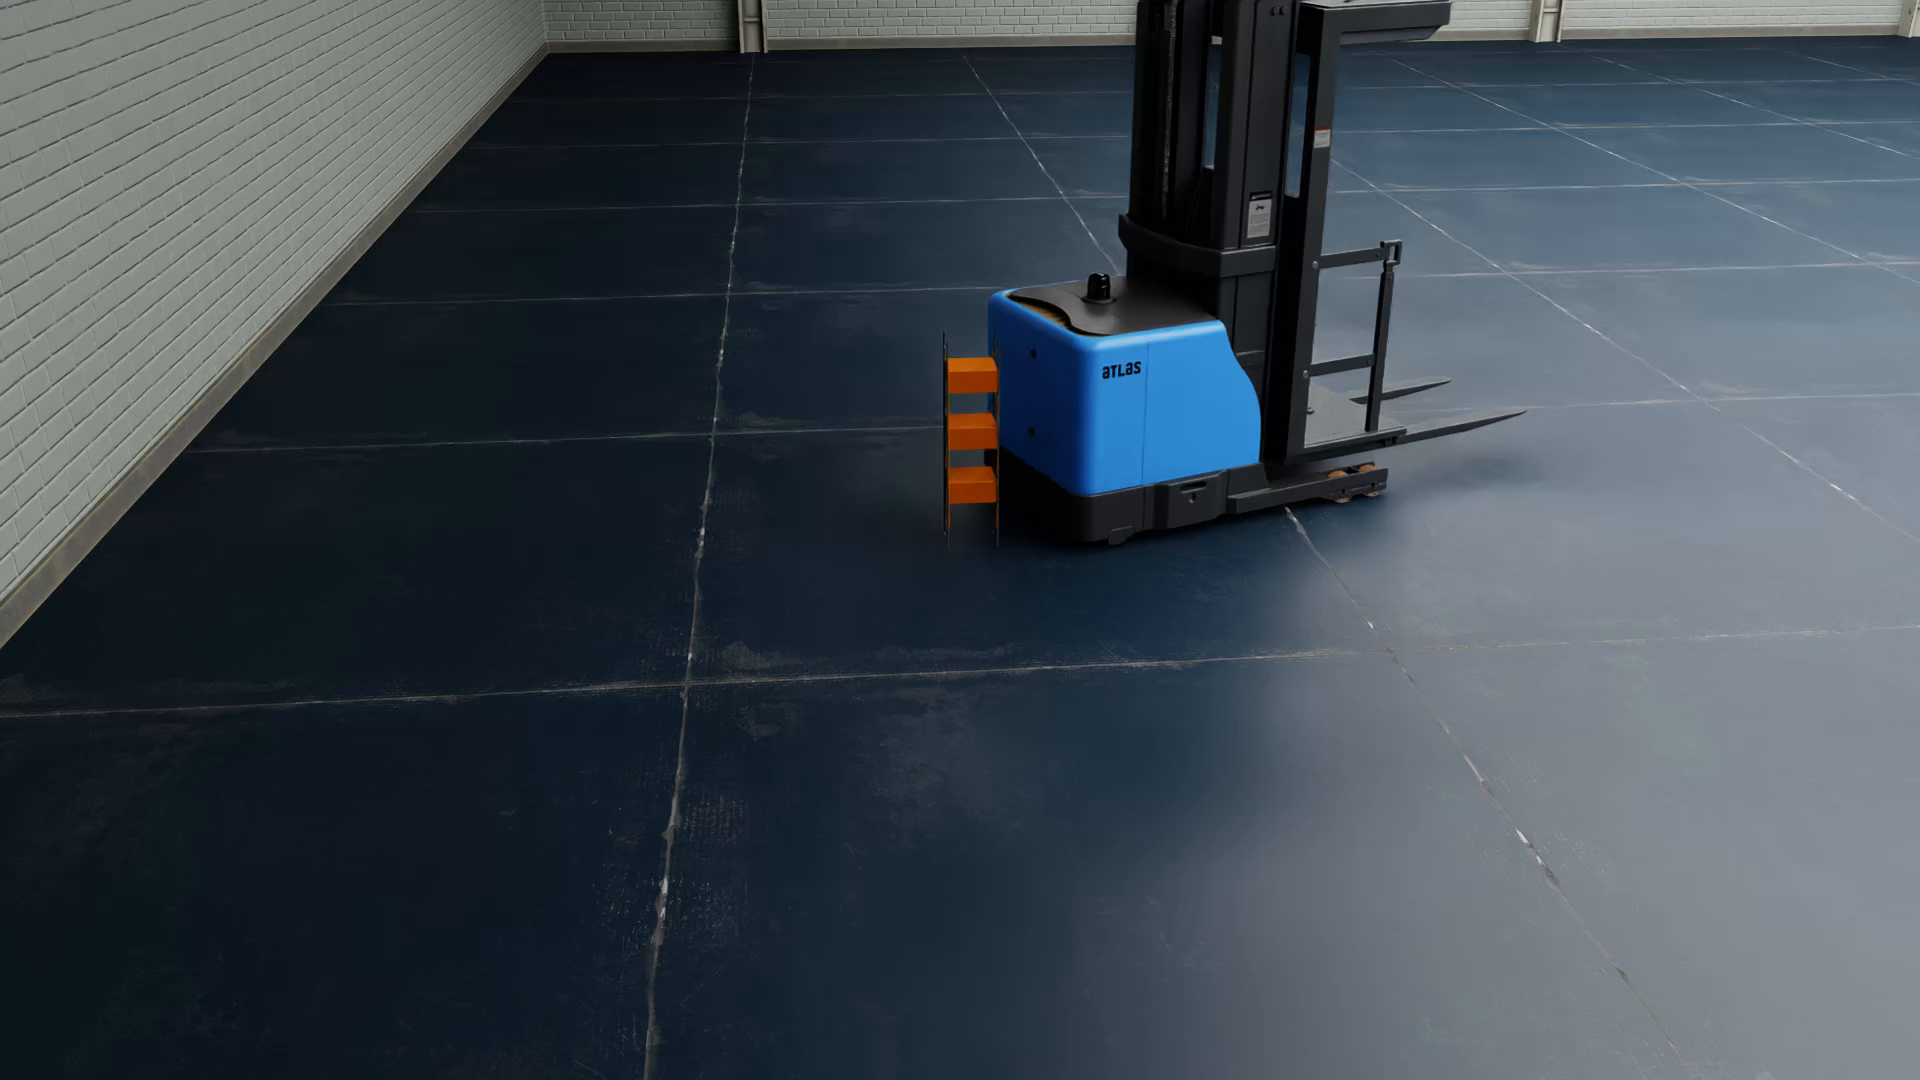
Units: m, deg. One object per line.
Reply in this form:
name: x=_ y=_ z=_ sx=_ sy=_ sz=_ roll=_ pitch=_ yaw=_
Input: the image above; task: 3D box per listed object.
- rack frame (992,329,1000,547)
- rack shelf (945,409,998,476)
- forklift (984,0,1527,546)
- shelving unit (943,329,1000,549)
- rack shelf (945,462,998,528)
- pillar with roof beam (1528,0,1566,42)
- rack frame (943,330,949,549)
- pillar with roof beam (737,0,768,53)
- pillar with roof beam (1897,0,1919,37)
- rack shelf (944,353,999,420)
rack frame: x=0.175 y=-0.487 z=8.053 sx=0.008 sy=1.050 sz=0.200 roll=-2 pitch=24 yaw=-5
rack shelf: x=0.053 y=-0.472 z=8.046 sx=0.240 sy=0.259 sz=0.215 roll=-2 pitch=24 yaw=-5
forklift: x=1.681 y=-1.711 z=8.492 sx=3.031 sy=2.935 sz=1.130 roll=-11 pitch=26 yaw=-24
shelving unit: x=0.053 y=-0.482 z=8.042 sx=0.252 sy=1.050 sz=0.215 roll=-2 pitch=24 yaw=-5
rack shelf: x=0.053 y=-0.218 z=8.159 sx=0.240 sy=0.259 sz=0.215 roll=-2 pitch=24 yaw=-5
pillar with roof beam: x=9.348 y=-10.006 z=19.682 sx=0.400 sy=9.000 sz=9.100 roll=-2 pitch=24 yaw=-5
rack frame: x=-0.068 y=-0.477 z=8.031 sx=0.008 sy=1.050 sz=0.200 roll=-2 pitch=24 yaw=-5
pillar with roof beam: x=-2.594 y=-9.526 z=18.604 sx=0.400 sy=9.000 sz=9.100 roll=-2 pitch=24 yaw=-5
pillar with roof beam: x=15.319 y=-10.245 z=20.220 sx=0.400 sy=9.000 sz=9.100 roll=-2 pitch=24 yaw=-5
rack shelf: x=0.053 y=-0.732 z=7.931 sx=0.240 sy=0.259 sz=0.215 roll=-2 pitch=24 yaw=-5
